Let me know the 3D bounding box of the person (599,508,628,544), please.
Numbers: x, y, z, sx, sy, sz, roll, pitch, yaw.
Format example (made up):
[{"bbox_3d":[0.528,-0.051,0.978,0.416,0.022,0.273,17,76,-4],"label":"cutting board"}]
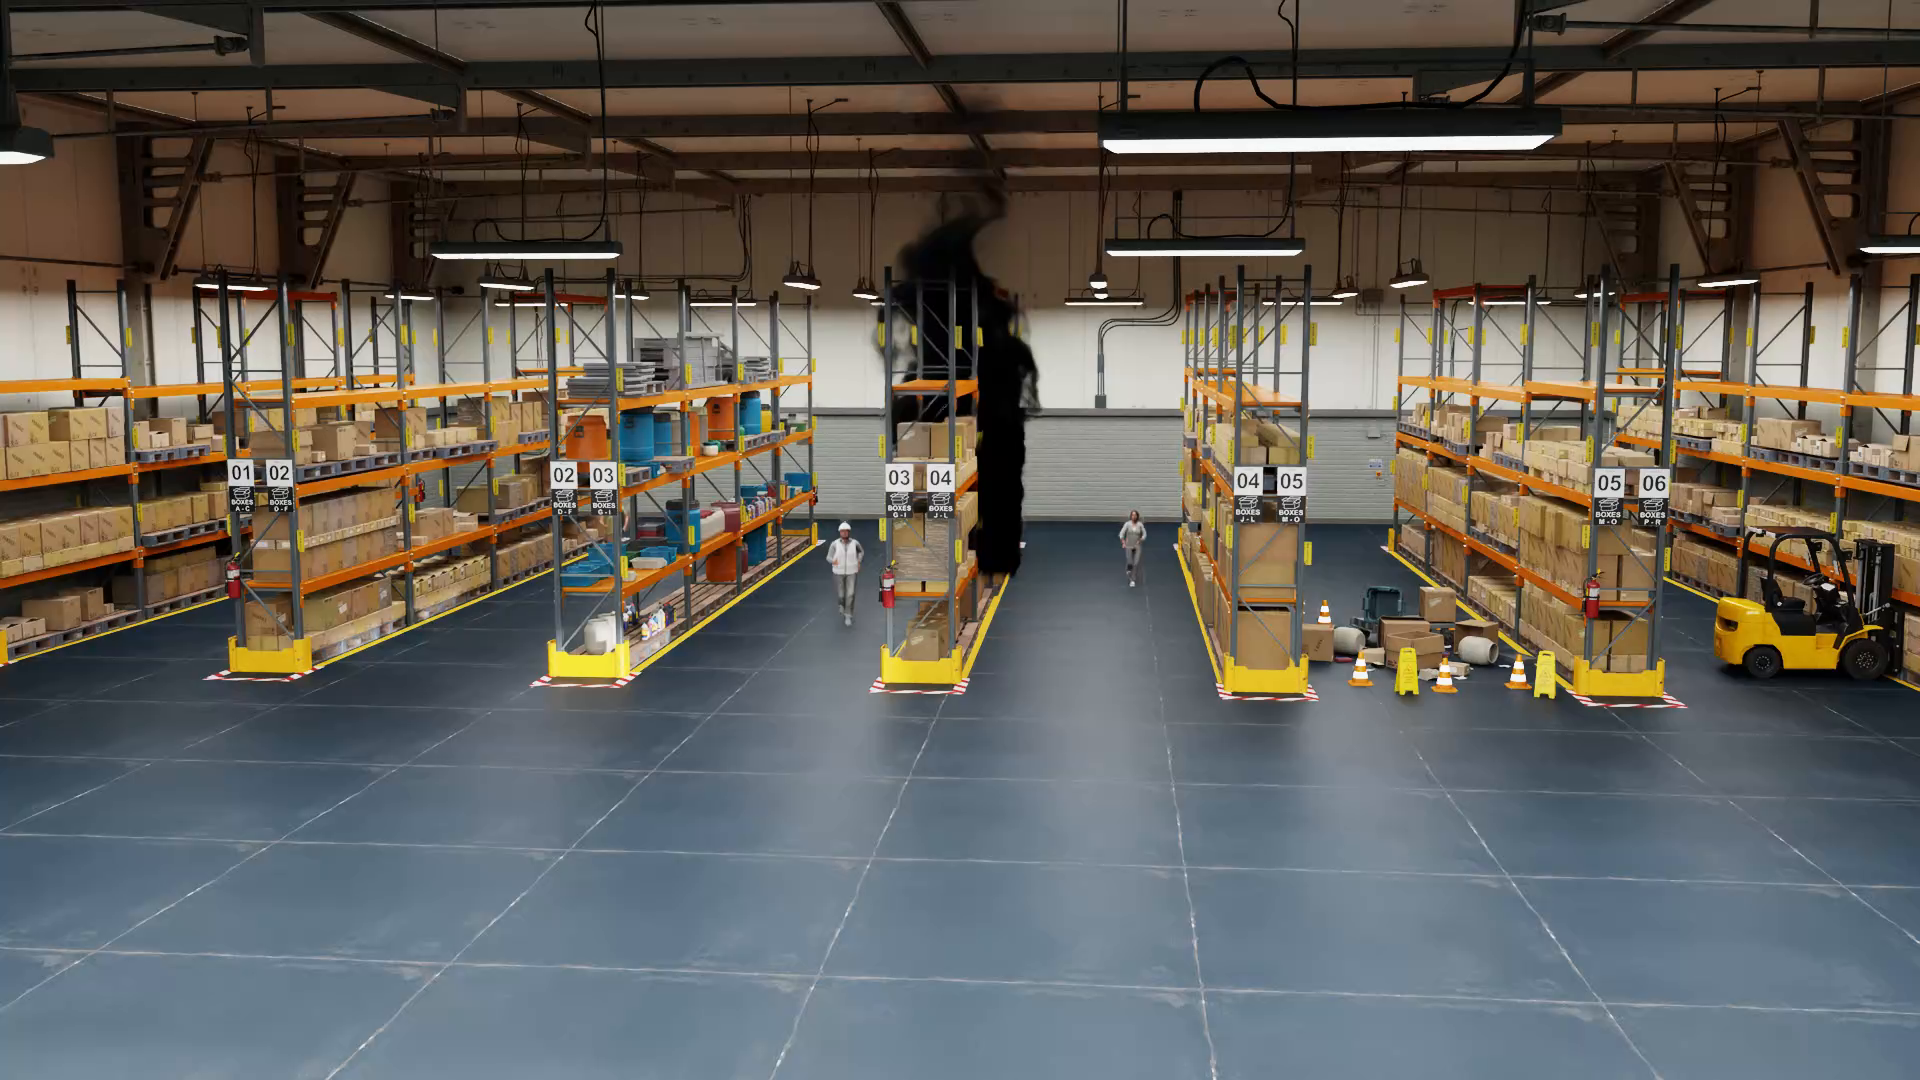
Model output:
[{"bbox_3d":[-7.352,-0.109,35.312,0.598,1.688,0.842,-1,7,-4],"label":"person"}]

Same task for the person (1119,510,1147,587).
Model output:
[{"bbox_3d":[3.499,0.163,33.562,0.549,1.547,0.556,0,7,0],"label":"person"}]

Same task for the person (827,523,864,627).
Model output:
[{"bbox_3d":[-2.005,0.581,29.152,0.661,1.768,0.935,-1,7,-5],"label":"person"}]
